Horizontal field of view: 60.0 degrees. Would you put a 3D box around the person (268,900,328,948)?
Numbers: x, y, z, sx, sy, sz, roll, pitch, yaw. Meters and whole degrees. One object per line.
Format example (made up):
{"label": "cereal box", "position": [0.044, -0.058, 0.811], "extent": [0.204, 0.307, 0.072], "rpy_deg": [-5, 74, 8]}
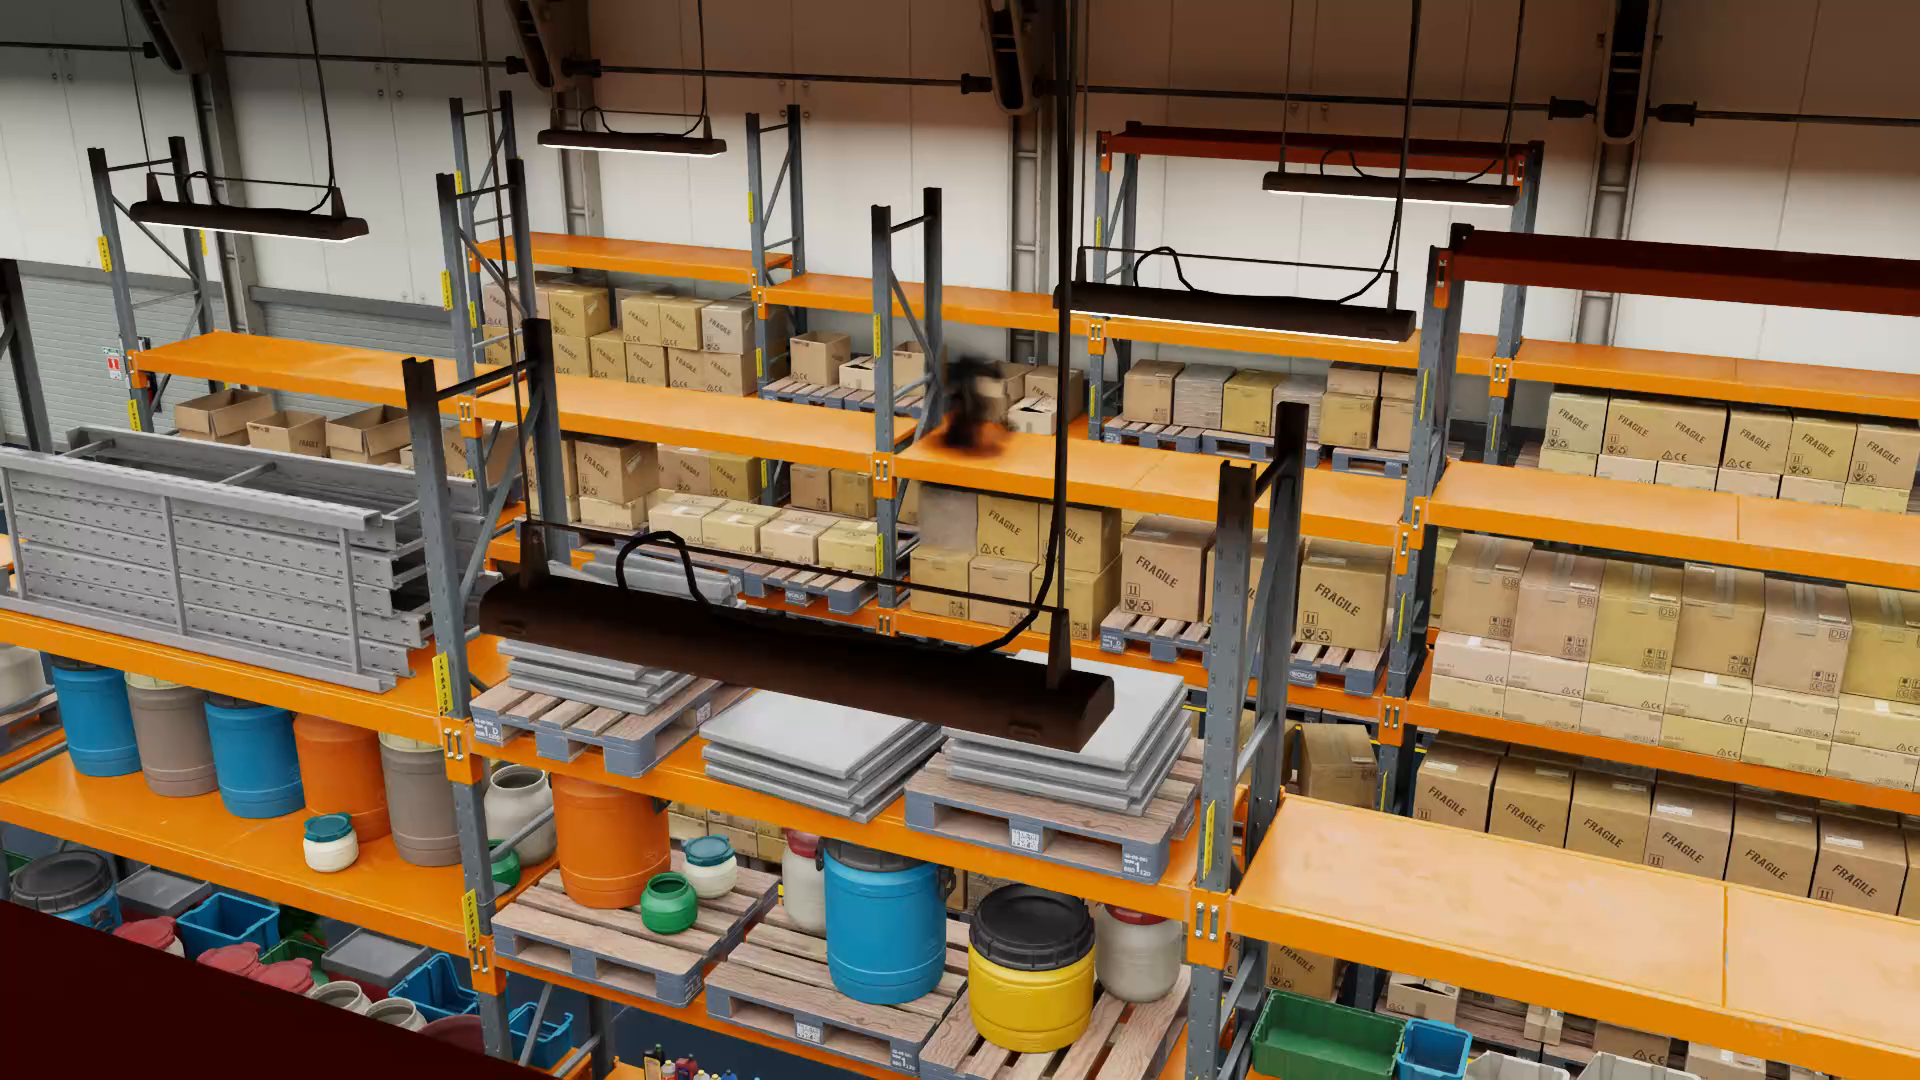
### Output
{"label": "person", "position": [-5.092, 2.731, 12.950], "extent": [0.623, 1.742, 0.692], "rpy_deg": [10, 23, 25]}
